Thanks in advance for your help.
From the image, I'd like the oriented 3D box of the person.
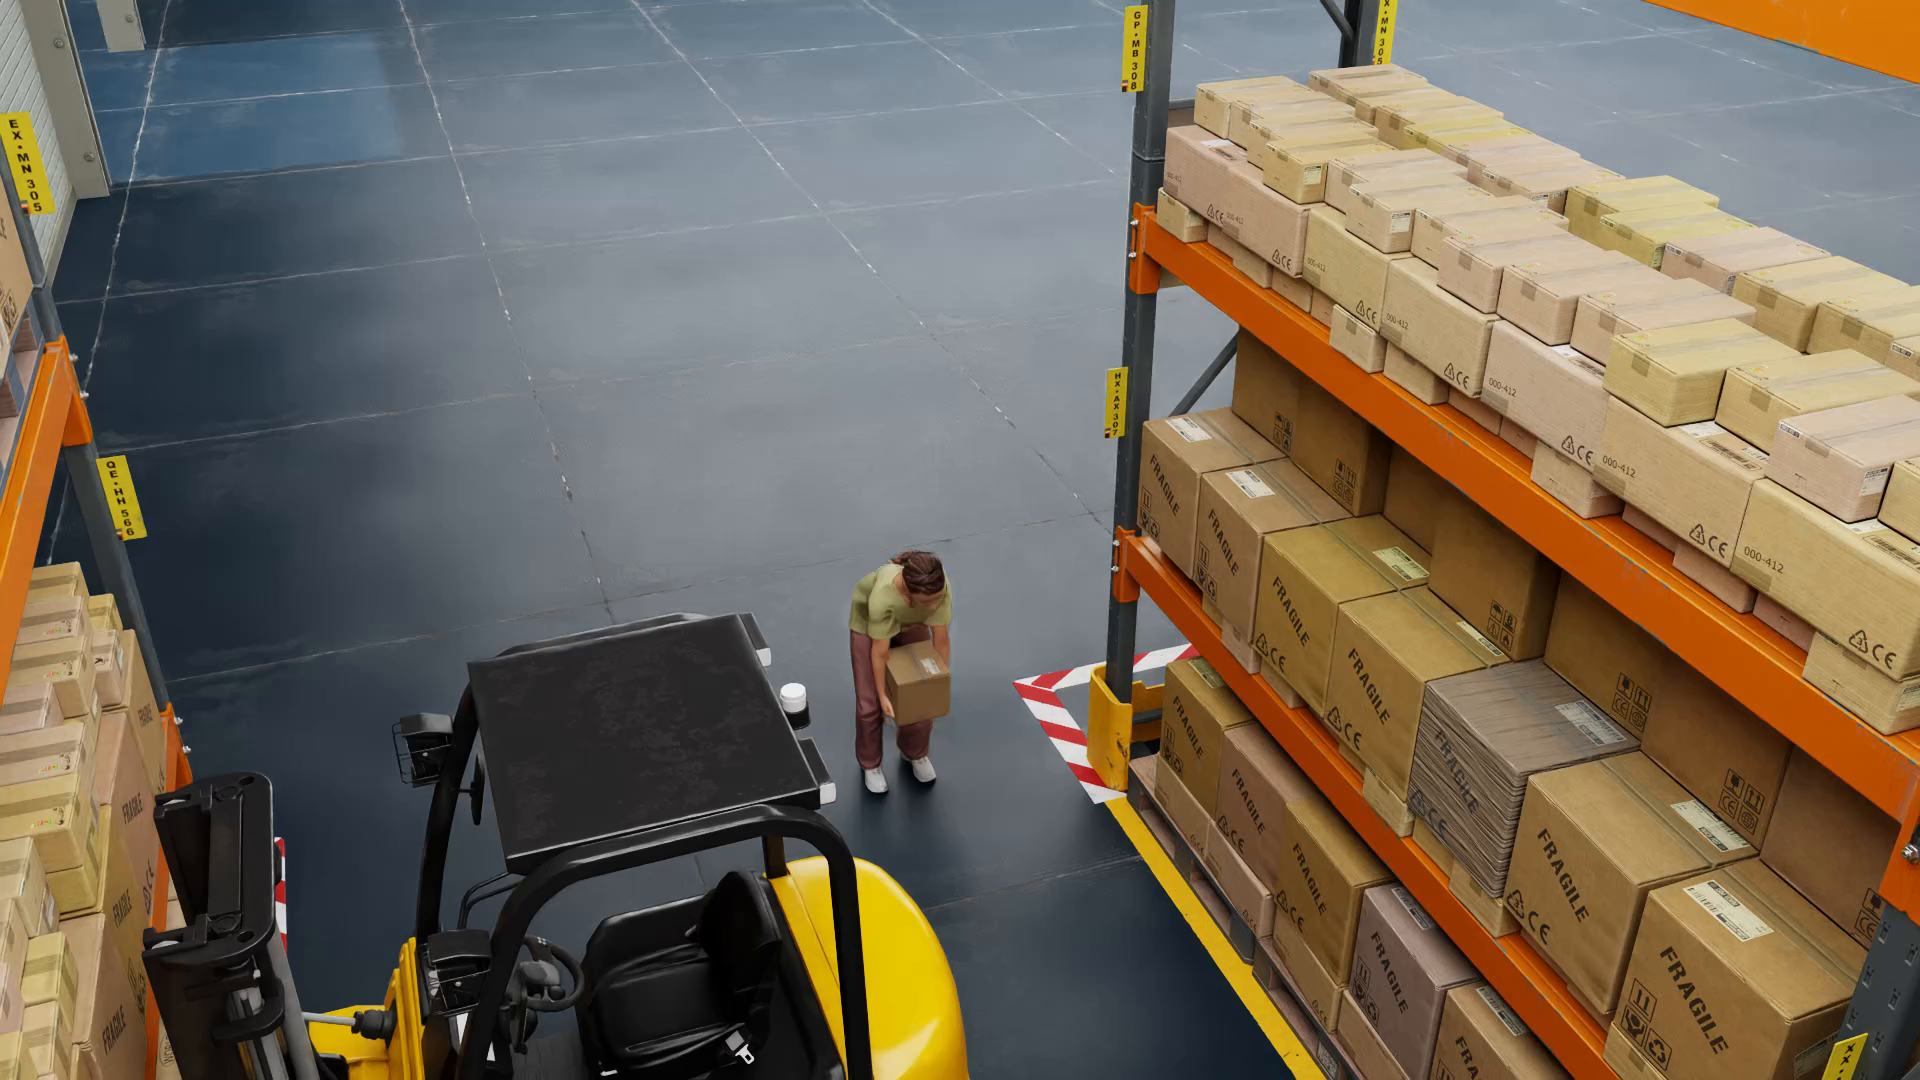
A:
[{"bbox_3d":[-0.250,0.578,7.573,0.408,1.445,0.731,-11,32,-19],"label":"person"}]
